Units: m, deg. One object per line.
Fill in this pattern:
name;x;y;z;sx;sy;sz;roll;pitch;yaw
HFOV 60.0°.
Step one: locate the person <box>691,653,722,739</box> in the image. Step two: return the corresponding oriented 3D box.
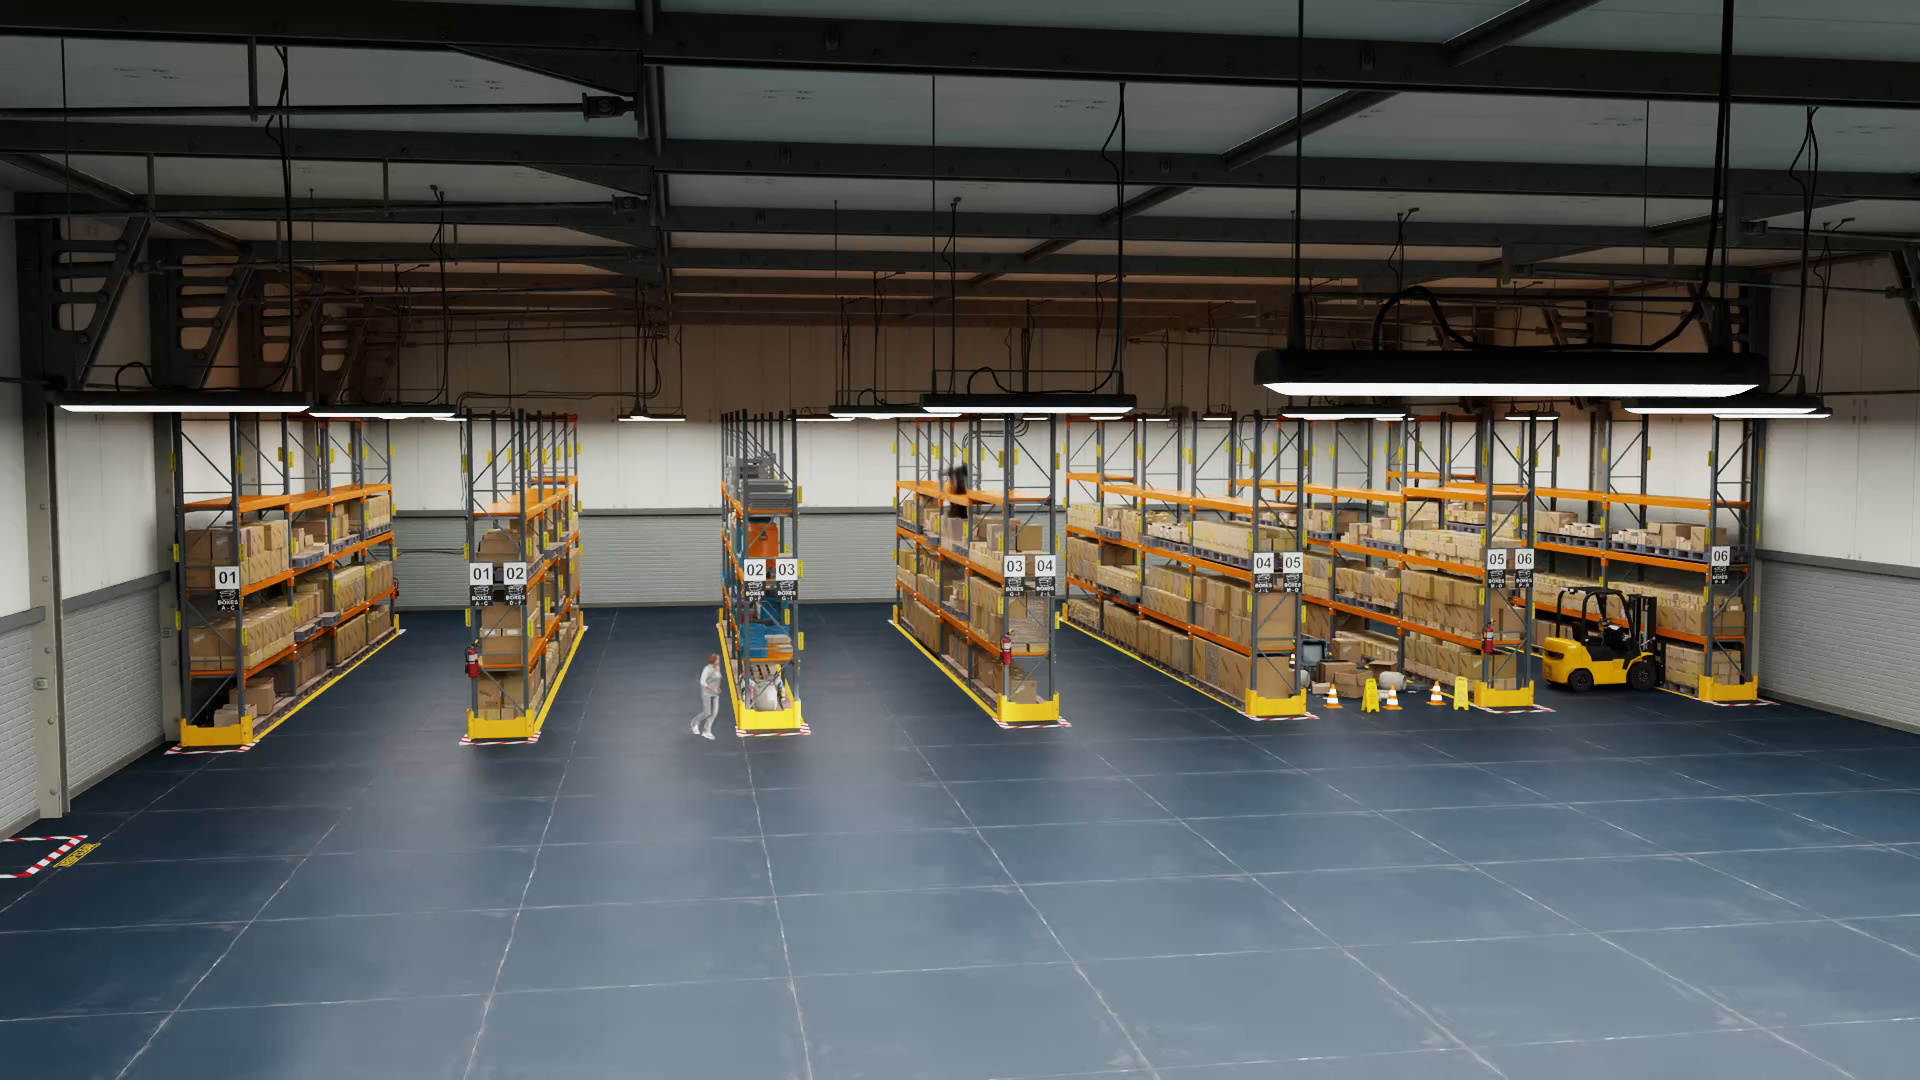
person;-4.642;2.831;30.408;0.640;1.574;0.553;3;5;37
